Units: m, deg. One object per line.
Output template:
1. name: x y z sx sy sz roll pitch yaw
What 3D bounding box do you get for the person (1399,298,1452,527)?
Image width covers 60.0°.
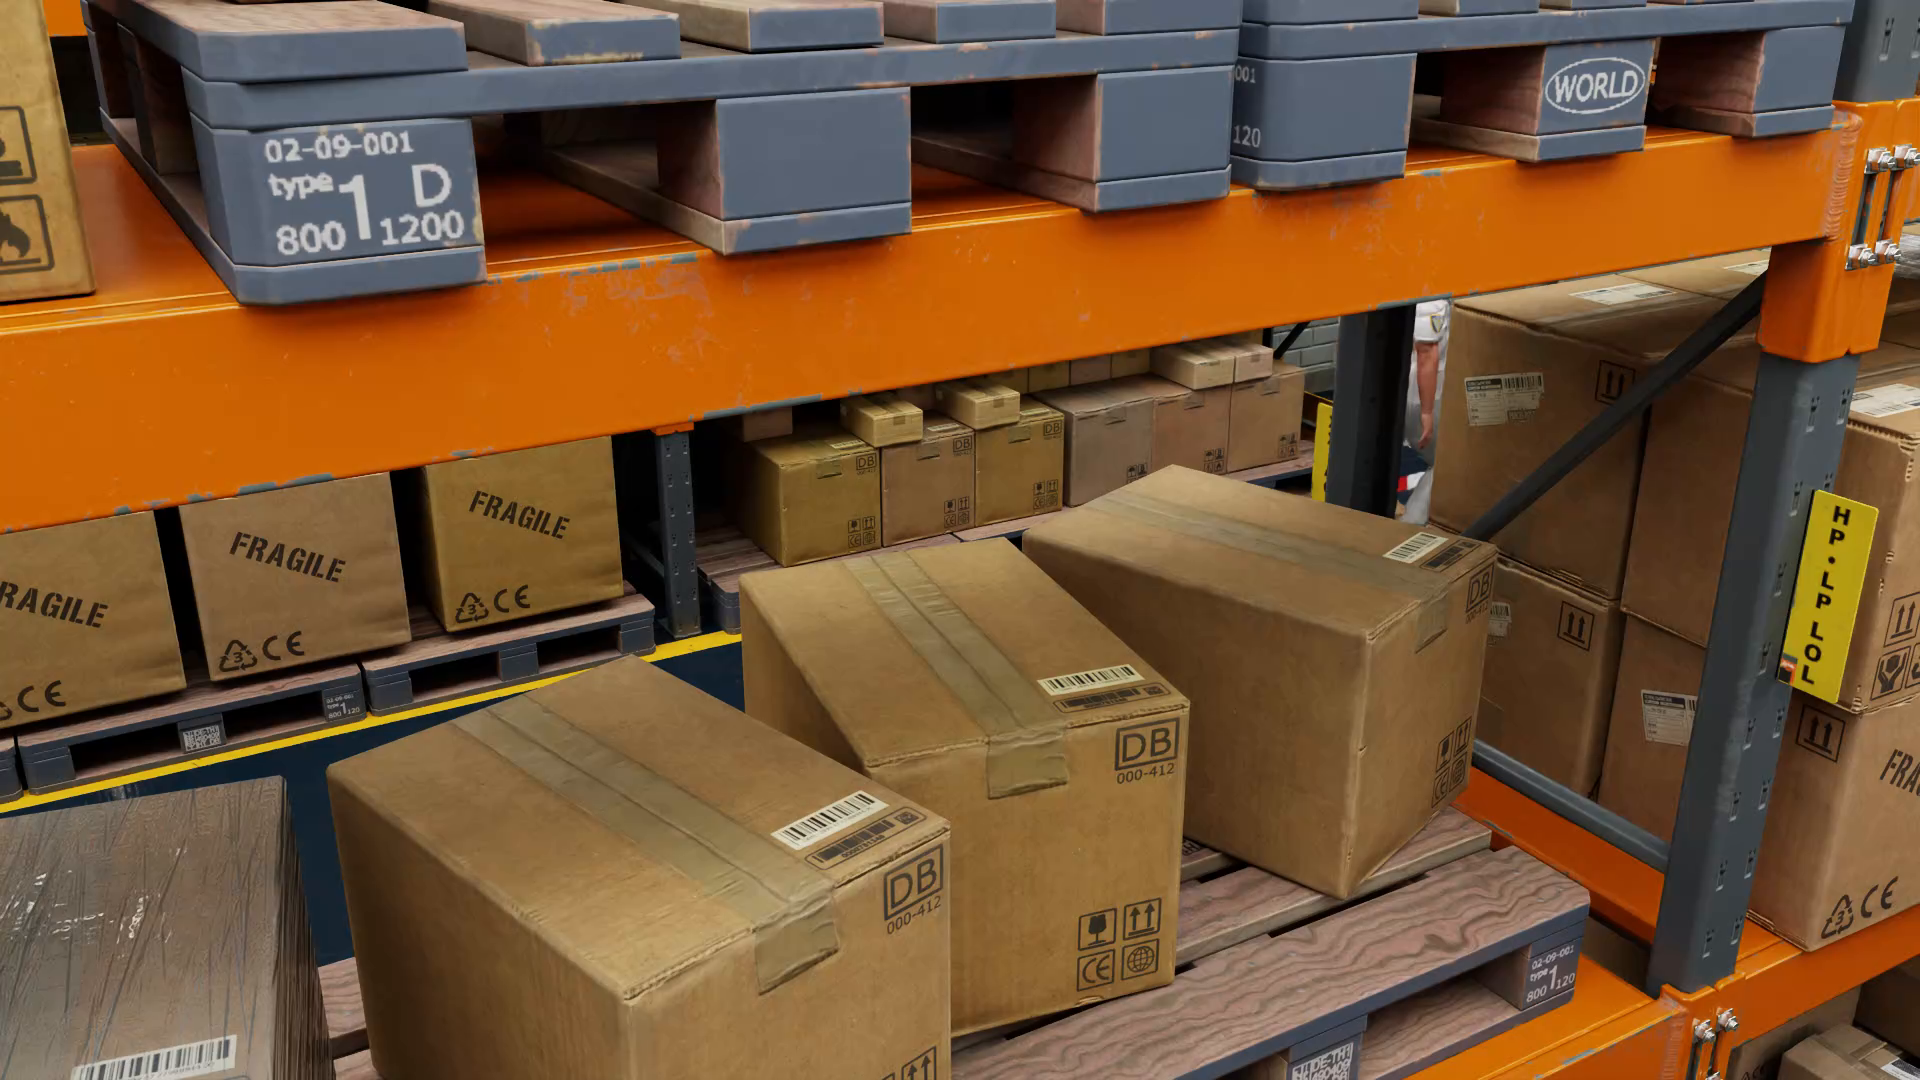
1. person: 2.071 -0.656 7.729 0.499 1.830 0.578 -12 25 -28
